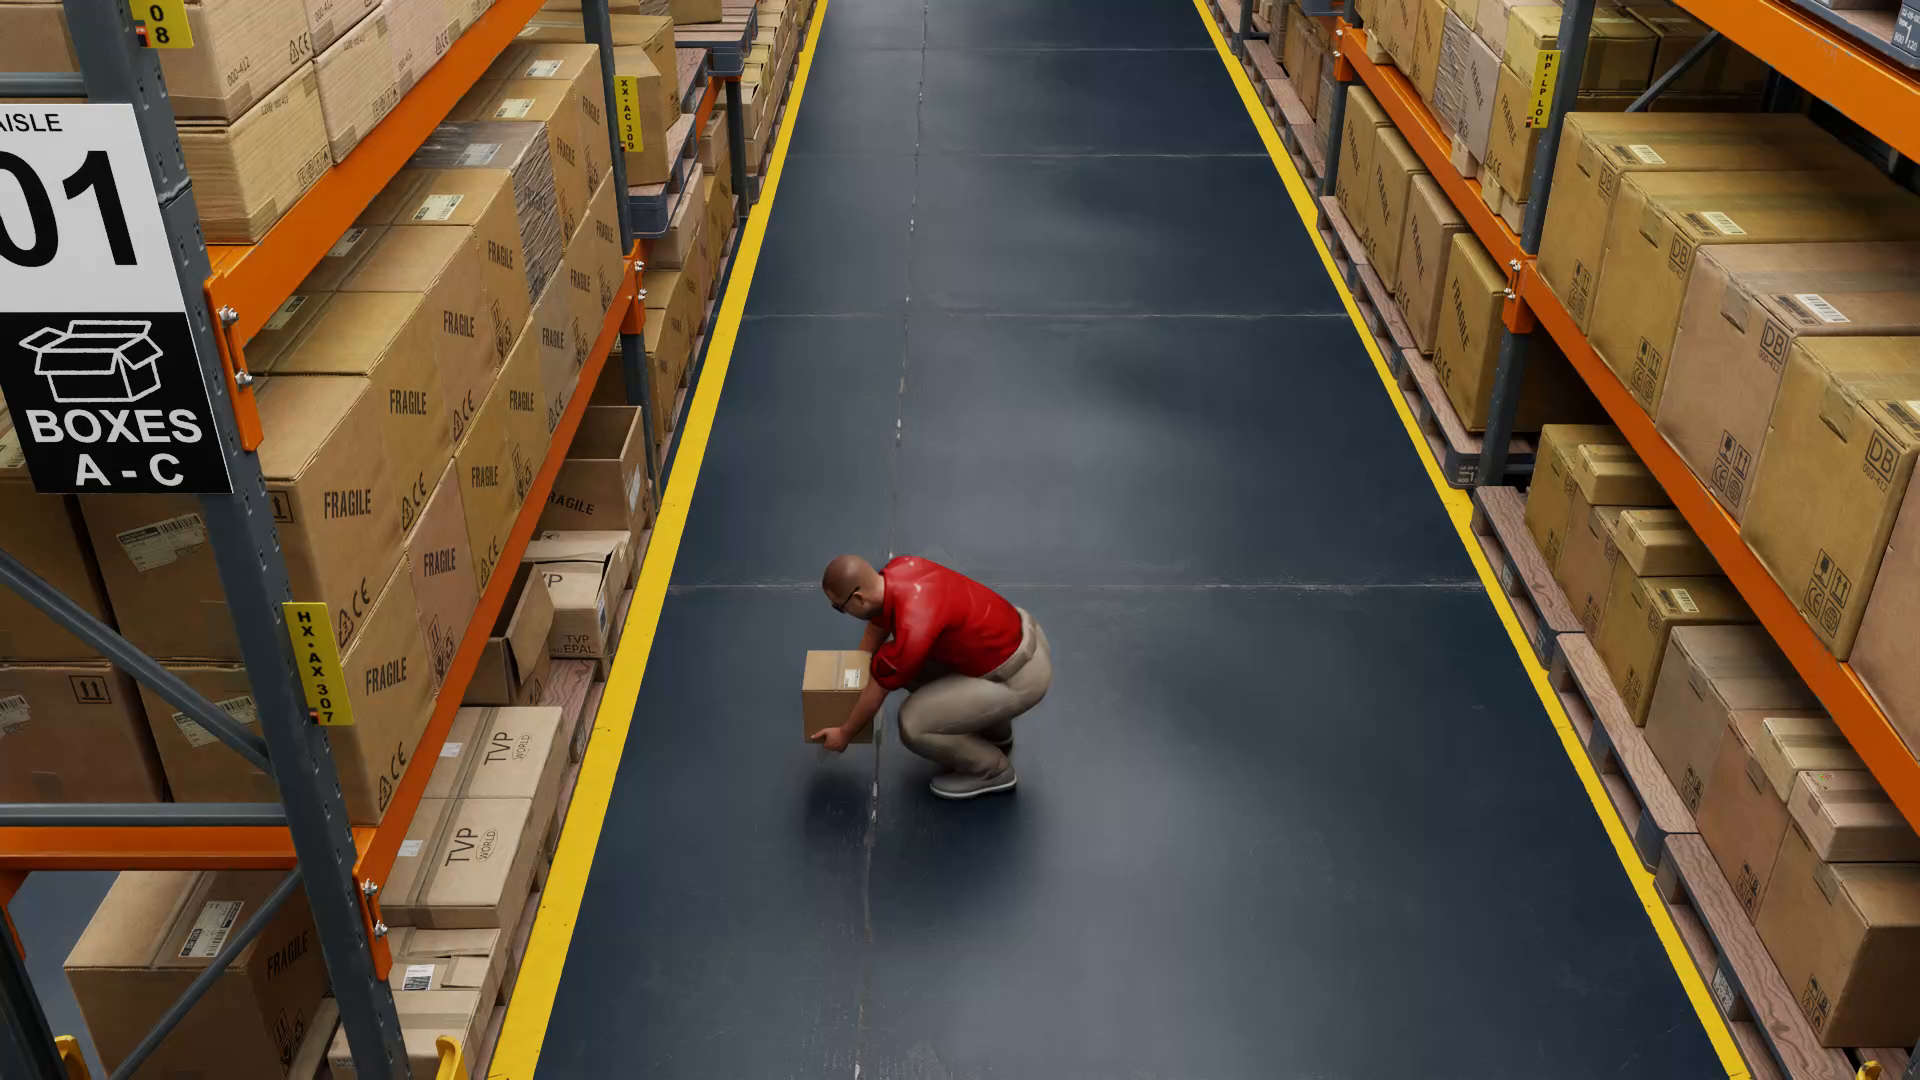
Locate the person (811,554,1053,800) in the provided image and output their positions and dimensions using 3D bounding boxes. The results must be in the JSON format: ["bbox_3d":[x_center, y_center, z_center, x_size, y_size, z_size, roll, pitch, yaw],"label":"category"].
[{"bbox_3d":[-0.106,0.453,6.136,0.895,0.985,0.533,-1,31,-1],"label":"person"}]
